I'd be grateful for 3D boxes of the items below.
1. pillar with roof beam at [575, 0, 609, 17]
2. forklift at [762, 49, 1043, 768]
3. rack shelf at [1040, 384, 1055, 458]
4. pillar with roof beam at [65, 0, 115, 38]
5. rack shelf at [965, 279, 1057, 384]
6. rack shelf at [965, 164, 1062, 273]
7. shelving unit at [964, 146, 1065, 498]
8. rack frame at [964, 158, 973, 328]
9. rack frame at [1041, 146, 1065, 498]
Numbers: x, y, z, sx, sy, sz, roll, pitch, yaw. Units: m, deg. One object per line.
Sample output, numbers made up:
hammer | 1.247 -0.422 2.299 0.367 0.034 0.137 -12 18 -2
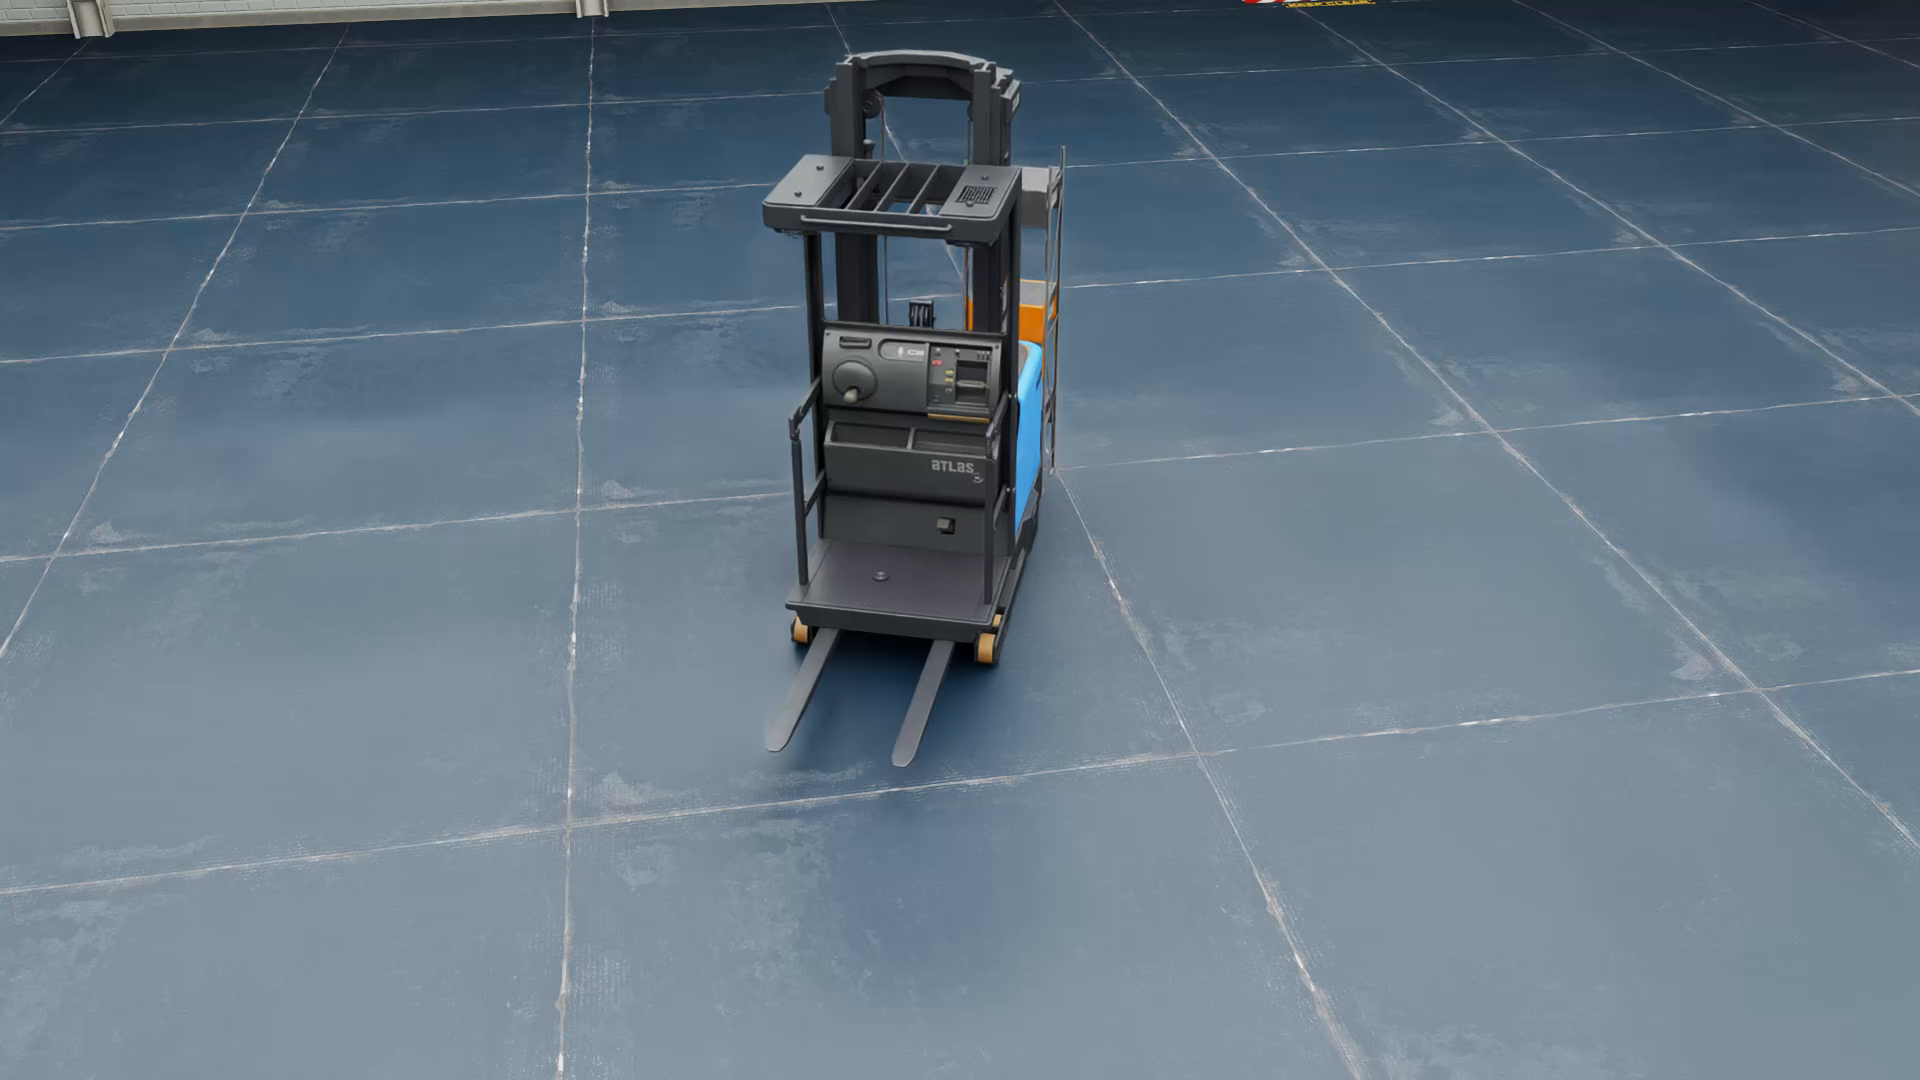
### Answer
pillar with roof beam | -3.935 -8.484 15.416 0.400 9.000 9.100 -5 31 -9
forklift | -0.289 -0.813 8.355 1.130 2.935 3.031 6 31 9
rack shelf | 0.313 -0.682 10.361 0.480 0.518 0.431 7 31 12
pillar with roof beam | -9.837 -7.937 14.484 0.400 9.000 9.100 -5 31 -9
rack shelf | 0.313 -1.286 10.007 0.480 0.518 0.431 7 31 12
rack shelf | 0.313 -1.890 9.652 0.480 0.518 0.431 7 31 12
shelving unit | 0.313 -1.298 10.000 0.503 2.100 0.431 7 31 12
rack frame | 0.077 -1.328 10.051 0.015 2.100 0.400 7 31 12
rack frame | 0.550 -1.268 9.948 0.015 2.100 0.400 7 31 12
